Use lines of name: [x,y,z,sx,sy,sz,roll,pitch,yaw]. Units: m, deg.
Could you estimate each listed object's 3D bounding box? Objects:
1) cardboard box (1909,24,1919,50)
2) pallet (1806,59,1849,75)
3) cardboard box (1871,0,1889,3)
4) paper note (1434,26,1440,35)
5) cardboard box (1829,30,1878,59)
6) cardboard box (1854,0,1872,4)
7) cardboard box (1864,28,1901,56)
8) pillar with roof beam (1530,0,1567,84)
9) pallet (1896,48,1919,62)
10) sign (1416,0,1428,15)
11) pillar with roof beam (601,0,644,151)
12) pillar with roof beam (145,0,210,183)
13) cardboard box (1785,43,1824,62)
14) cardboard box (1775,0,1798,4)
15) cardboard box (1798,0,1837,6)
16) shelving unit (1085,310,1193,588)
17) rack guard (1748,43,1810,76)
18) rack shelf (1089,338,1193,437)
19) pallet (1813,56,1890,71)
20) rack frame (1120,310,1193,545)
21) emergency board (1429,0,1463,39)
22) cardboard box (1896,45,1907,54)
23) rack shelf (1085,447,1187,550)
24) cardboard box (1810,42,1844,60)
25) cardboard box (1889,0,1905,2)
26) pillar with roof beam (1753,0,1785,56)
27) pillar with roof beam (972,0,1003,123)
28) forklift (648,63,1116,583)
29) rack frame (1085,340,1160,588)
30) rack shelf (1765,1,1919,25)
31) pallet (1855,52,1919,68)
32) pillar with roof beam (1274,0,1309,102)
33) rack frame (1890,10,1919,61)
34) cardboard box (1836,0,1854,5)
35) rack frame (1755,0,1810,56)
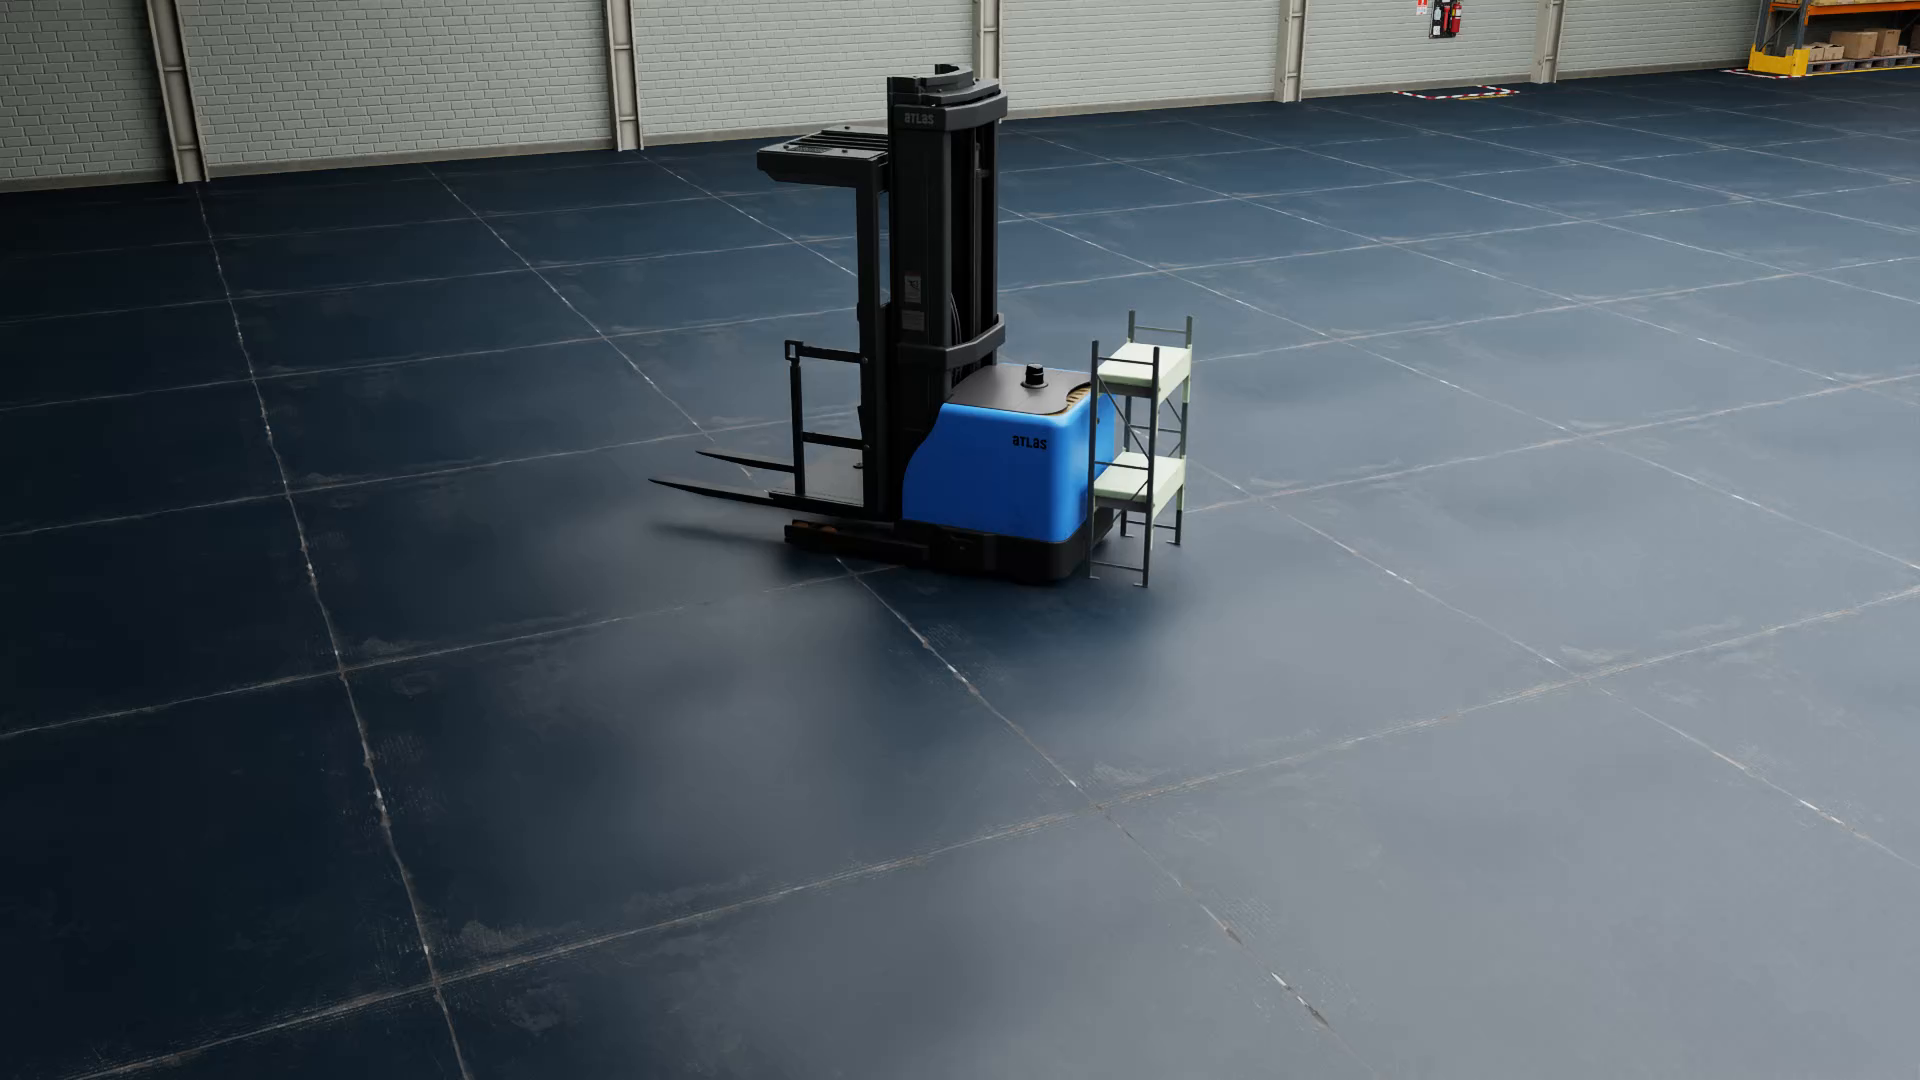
cardboard box: [20.662,-10.654,35.258,0.500,0.500,0.700,-10,24,-22]
pallet: [17.218,-9.661,33.812,1.213,0.211,1.003,-10,25,-24]
cardboard box: [18.359,-10.982,33.528,0.500,0.250,0.500,-10,25,-23]
paper note: [8.818,-9.424,30.745,0.142,0.148,0.016,-10,25,-24]
cardboard box: [18.261,-10.145,34.030,0.500,0.500,0.700,-12,25,-27]
cardboard box: [17.903,-10.899,33.328,0.500,0.250,0.500,-11,25,-24]
cardboard box: [19.088,-10.340,34.500,0.500,0.500,0.500,-12,26,-28]
pillar with roof beam: [13.118,-11.521,26.817,0.400,9.000,9.100,-10,25,-24]
pallet: [20.707,-10.319,35.402,1.213,0.211,1.003,-10,25,-24]
sign: [8.465,-9.796,30.448,0.234,0.329,0.001,-10,25,-24]
pillar with roof beam: [-3.101,-8.535,19.604,0.400,9.000,9.100,-10,25,-24]
pillar with roof beam: [-8.507,-7.540,17.200,0.400,9.000,9.100,-10,25,-24]
cardboard box: [17.064,-9.859,33.585,0.500,0.311,0.500,-14,26,-30]
cardboard box: [16.739,-10.898,33.326,0.500,0.250,0.500,-10,25,-23]
cardboard box: [16.979,-10.725,32.909,0.500,0.250,0.500,-11,25,-25]
shelving unit: [1.092,-0.566,10.155,0.431,1.500,0.755,9,24,20]
rack guard: [16.470,-9.672,33.461,0.348,0.500,1.175,-10,25,-24]
rack shelf: [1.092,-0.926,10.006,0.431,0.370,0.720,9,24,20]
pallet: [18.316,-9.862,34.298,1.213,0.211,1.003,-10,25,-24]
rack frame: [1.231,-0.695,10.469,0.400,1.500,0.023,9,24,20]
emergency board: [9.008,-9.836,30.590,0.643,1.169,0.194,-10,25,-24]
cardboard box: [19.537,-10.273,34.774,0.250,0.166,0.380,-14,26,-30]
rack shelf: [1.092,-0.264,10.280,0.431,0.370,0.720,9,24,20]
cardboard box: [17.578,-9.953,33.813,0.500,0.311,0.500,-8,24,-19]
cardboard box: [18.812,-11.066,33.731,0.500,0.250,0.500,-11,25,-24]
pillar with roof beam: [18.525,-12.516,29.222,0.400,9.000,9.100,-10,25,-24]
pillar with roof beam: [2.306,-9.531,22.009,0.400,9.000,9.100,-10,25,-24]
forklift: [-0.573,-1.447,10.415,3.031,2.935,1.130,9,24,21]
rack frame: [0.954,-0.436,9.842,0.400,1.500,0.023,9,24,20]
rack shelf: [18.204,-10.813,33.892,4.000,0.370,1.077,-10,25,-24]
pallet: [19.416,-10.065,34.790,1.213,0.211,1.003,-10,25,-24]
pillar with roof beam: [7.712,-10.526,24.413,0.400,9.000,9.100,-10,25,-24]
rack frame: [20.006,-11.477,34.555,0.127,3.000,1.000,-10,25,-24]
cardboard box: [17.441,-10.816,33.129,0.500,0.250,0.500,-11,25,-25]
rack frame: [16.402,-10.814,32.953,0.127,3.000,1.000,-10,25,-24]
